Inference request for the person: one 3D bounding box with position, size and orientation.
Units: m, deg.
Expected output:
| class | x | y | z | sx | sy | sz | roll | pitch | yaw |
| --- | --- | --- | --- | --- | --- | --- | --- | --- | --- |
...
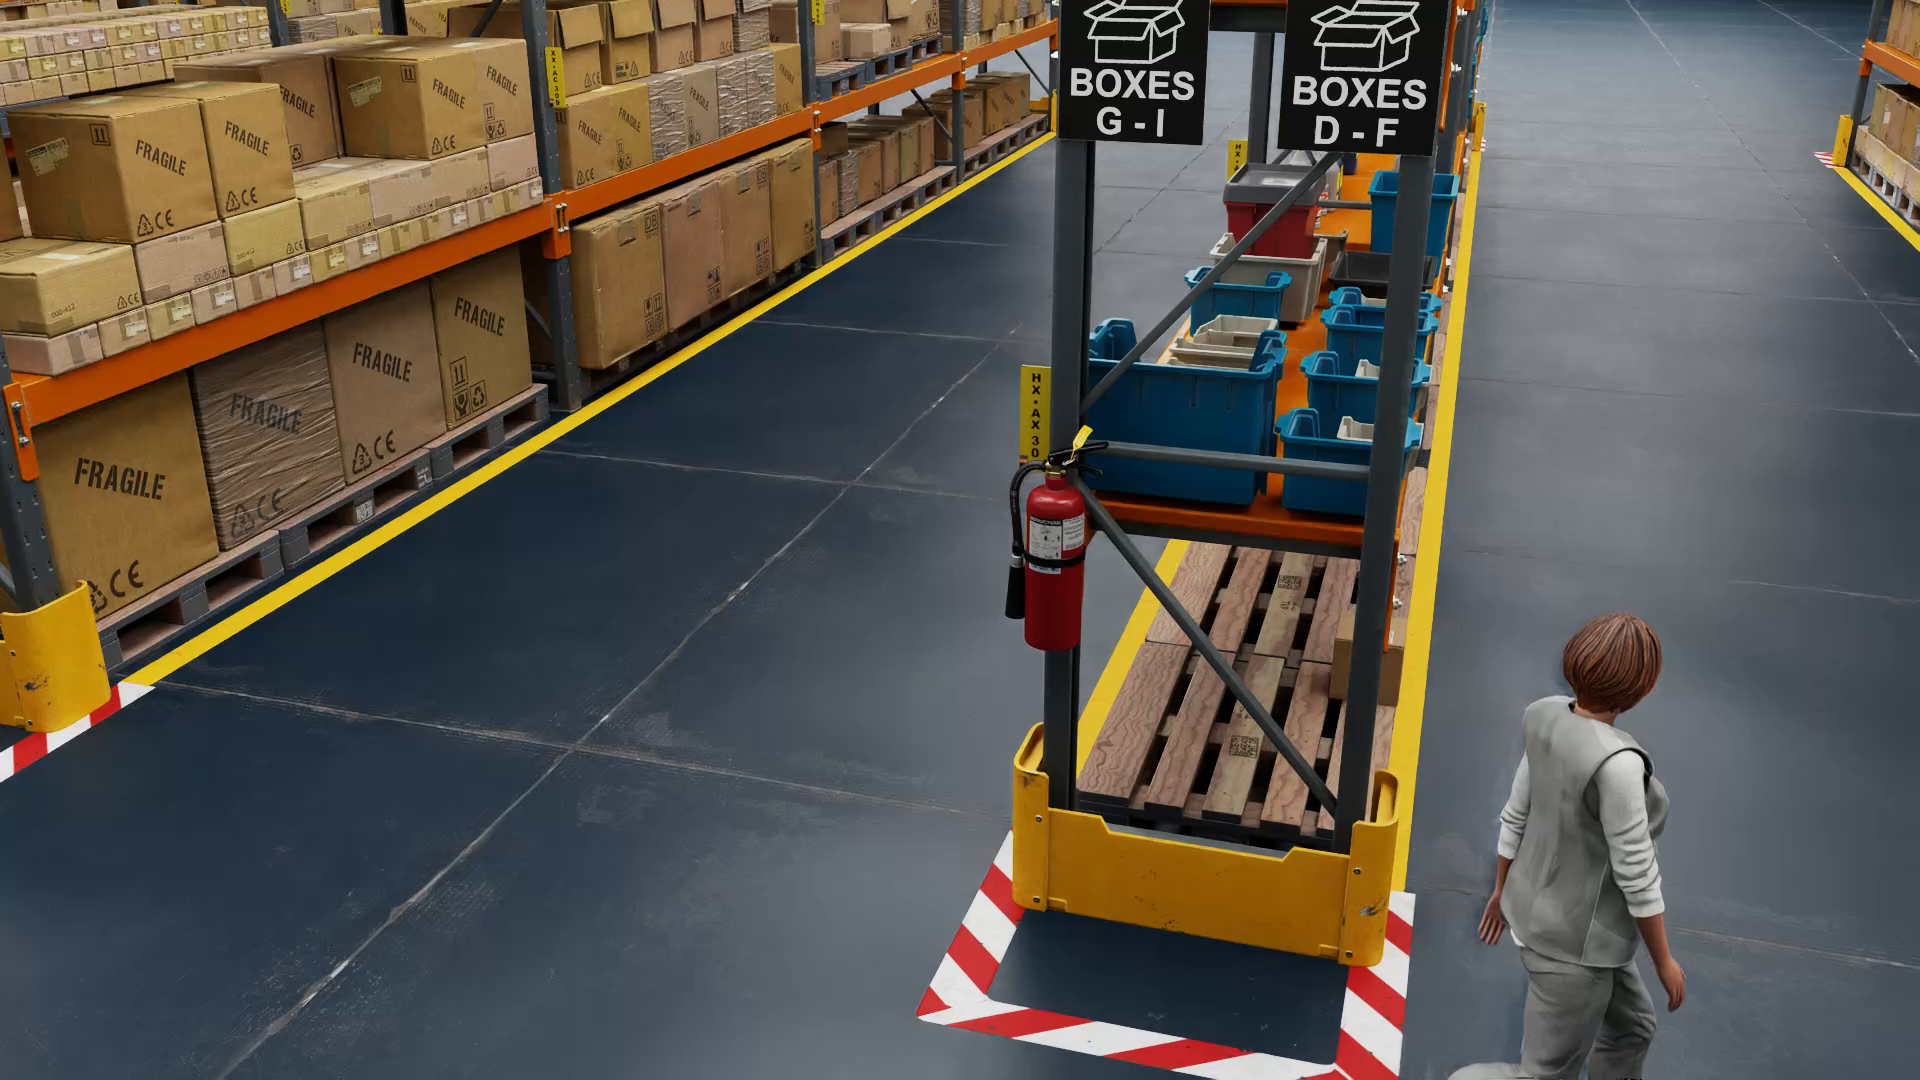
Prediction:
| class | x | y | z | sx | sy | sz | roll | pitch | yaw |
| --- | --- | --- | --- | --- | --- | --- | --- | --- | --- |
| person | 1.390 | 0.897 | 3.899 | 0.908 | 1.531 | 0.421 | 1 | 22 | 1 |
